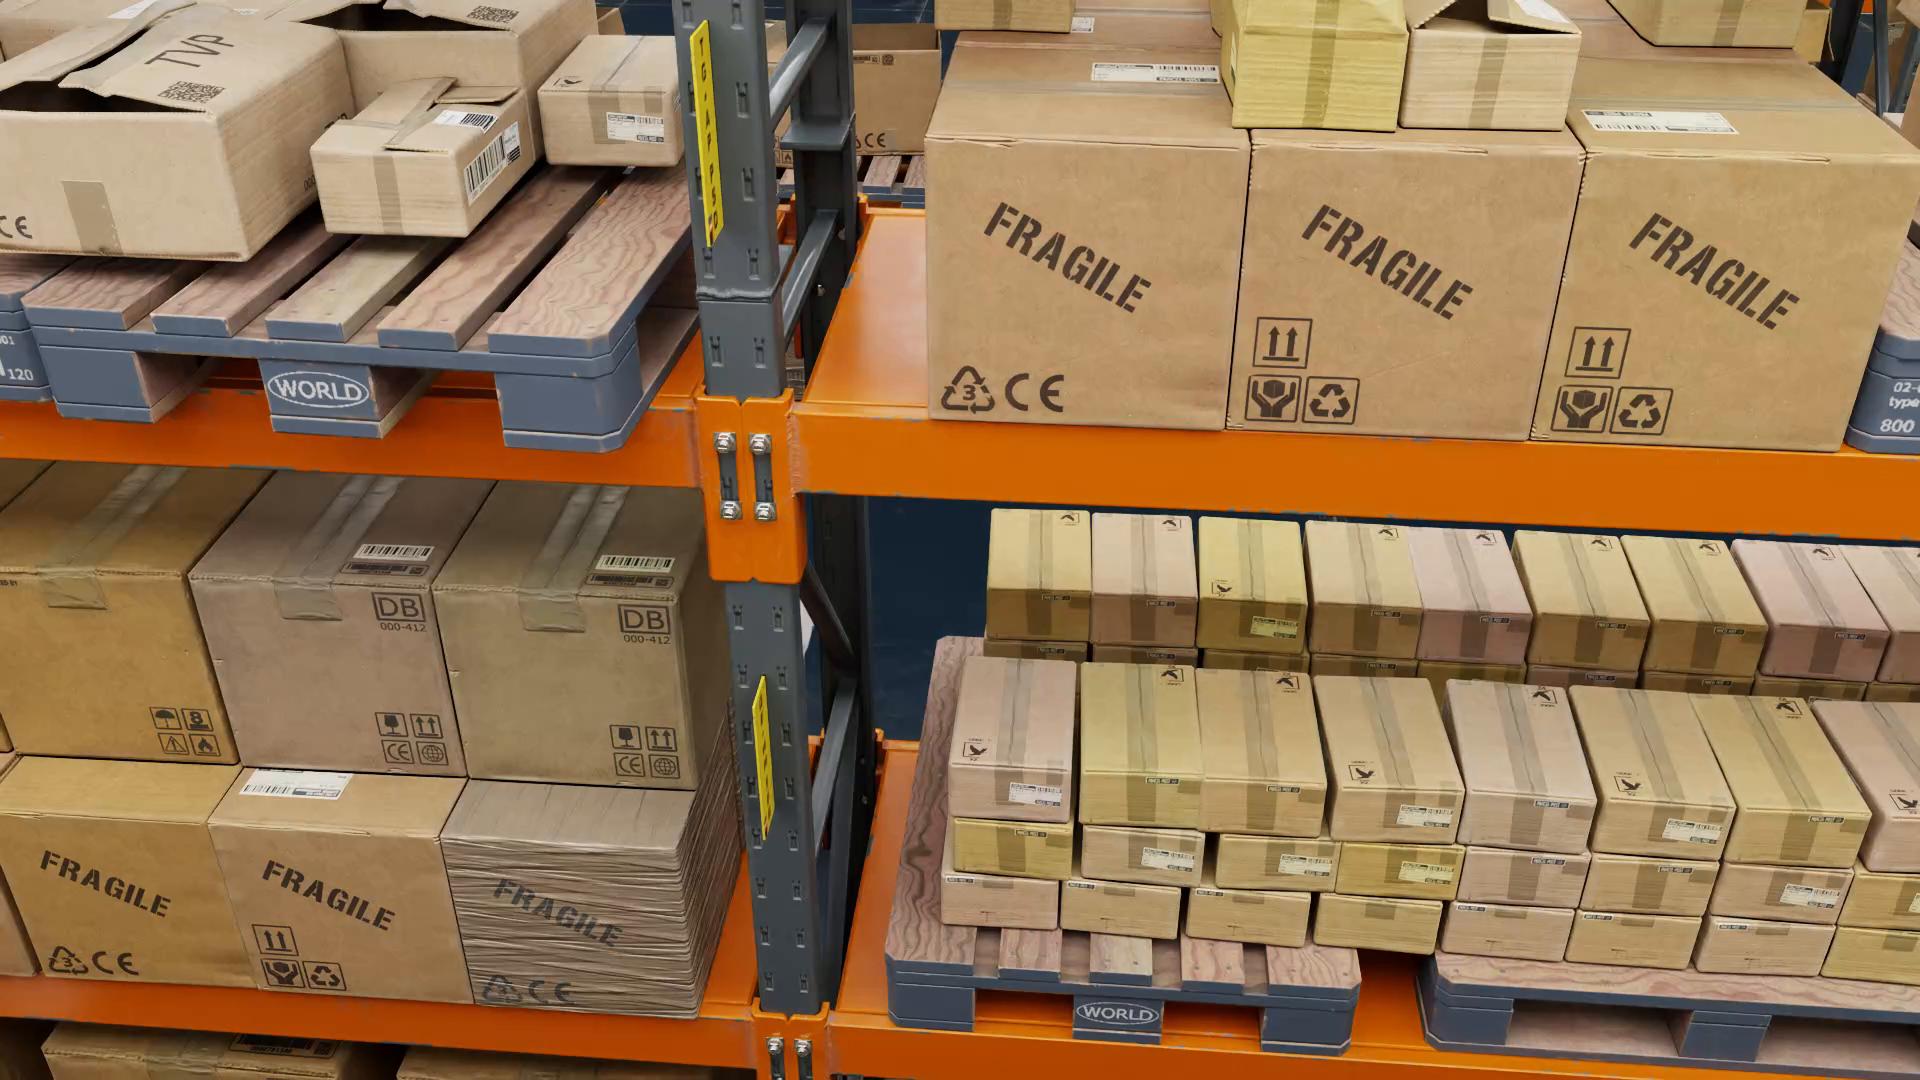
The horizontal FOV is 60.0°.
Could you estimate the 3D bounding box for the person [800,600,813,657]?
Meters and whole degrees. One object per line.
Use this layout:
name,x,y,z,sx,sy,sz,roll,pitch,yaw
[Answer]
person,-0.930,0.429,5.812,0.858,1.404,0.552,1,32,2
